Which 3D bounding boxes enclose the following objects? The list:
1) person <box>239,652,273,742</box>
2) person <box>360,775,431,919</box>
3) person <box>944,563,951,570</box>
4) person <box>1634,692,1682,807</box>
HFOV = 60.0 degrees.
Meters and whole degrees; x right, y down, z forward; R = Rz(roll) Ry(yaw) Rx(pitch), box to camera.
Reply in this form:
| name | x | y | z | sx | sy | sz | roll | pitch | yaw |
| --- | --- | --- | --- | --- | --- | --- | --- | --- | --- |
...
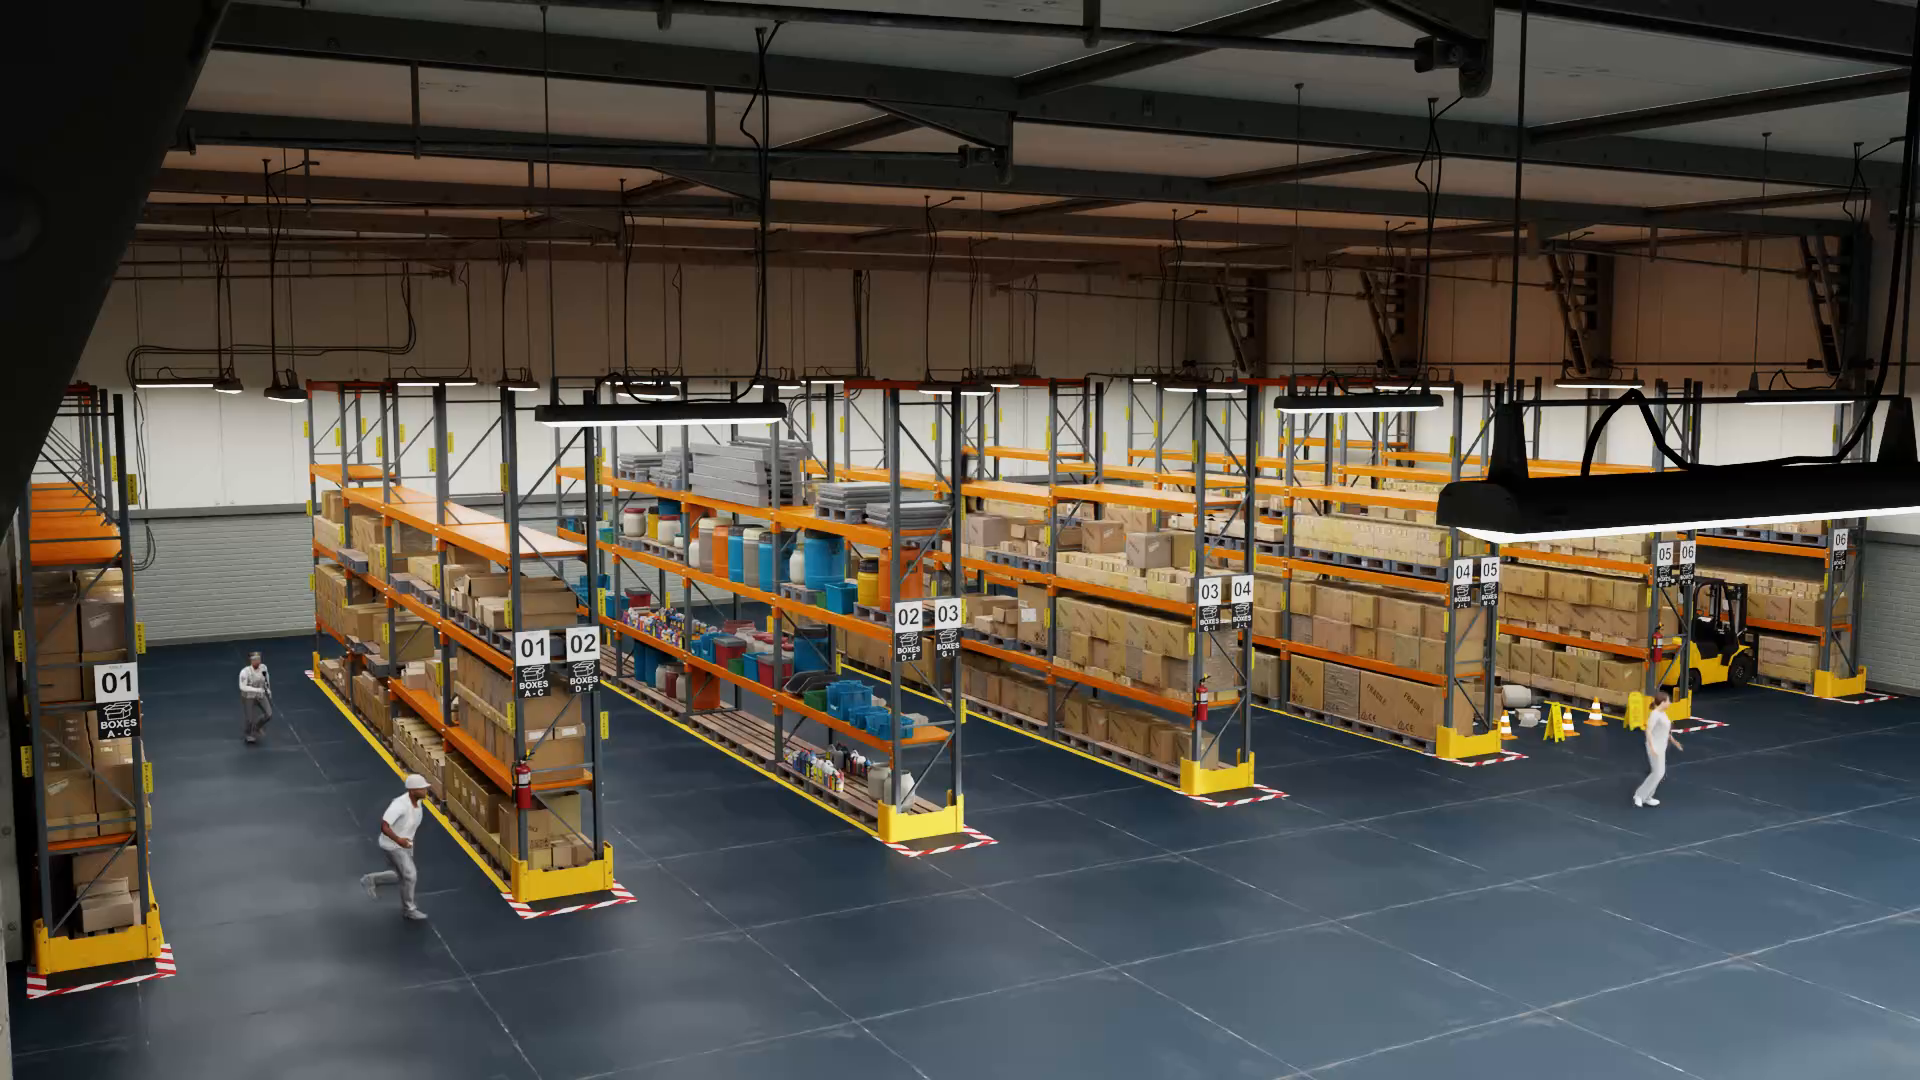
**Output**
| name | x | y | z | sx | sy | sz | roll | pitch | yaw |
| --- | --- | --- | --- | --- | --- | --- | --- | --- | --- |
| person | -11.709 | 2.604 | 27.661 | 0.799 | 1.576 | 0.610 | 5 | 8 | 42 |
| person | -6.450 | 3.500 | 18.946 | 0.912 | 1.702 | 0.697 | 1 | 6 | 14 |
| person | -0.286 | 1.361 | 38.820 | 0.591 | 1.655 | 0.613 | -3 | 7 | -30 |
| person | 9.962 | 2.995 | 23.735 | 0.540 | 1.640 | 0.698 | 4 | 7 | 35 |
